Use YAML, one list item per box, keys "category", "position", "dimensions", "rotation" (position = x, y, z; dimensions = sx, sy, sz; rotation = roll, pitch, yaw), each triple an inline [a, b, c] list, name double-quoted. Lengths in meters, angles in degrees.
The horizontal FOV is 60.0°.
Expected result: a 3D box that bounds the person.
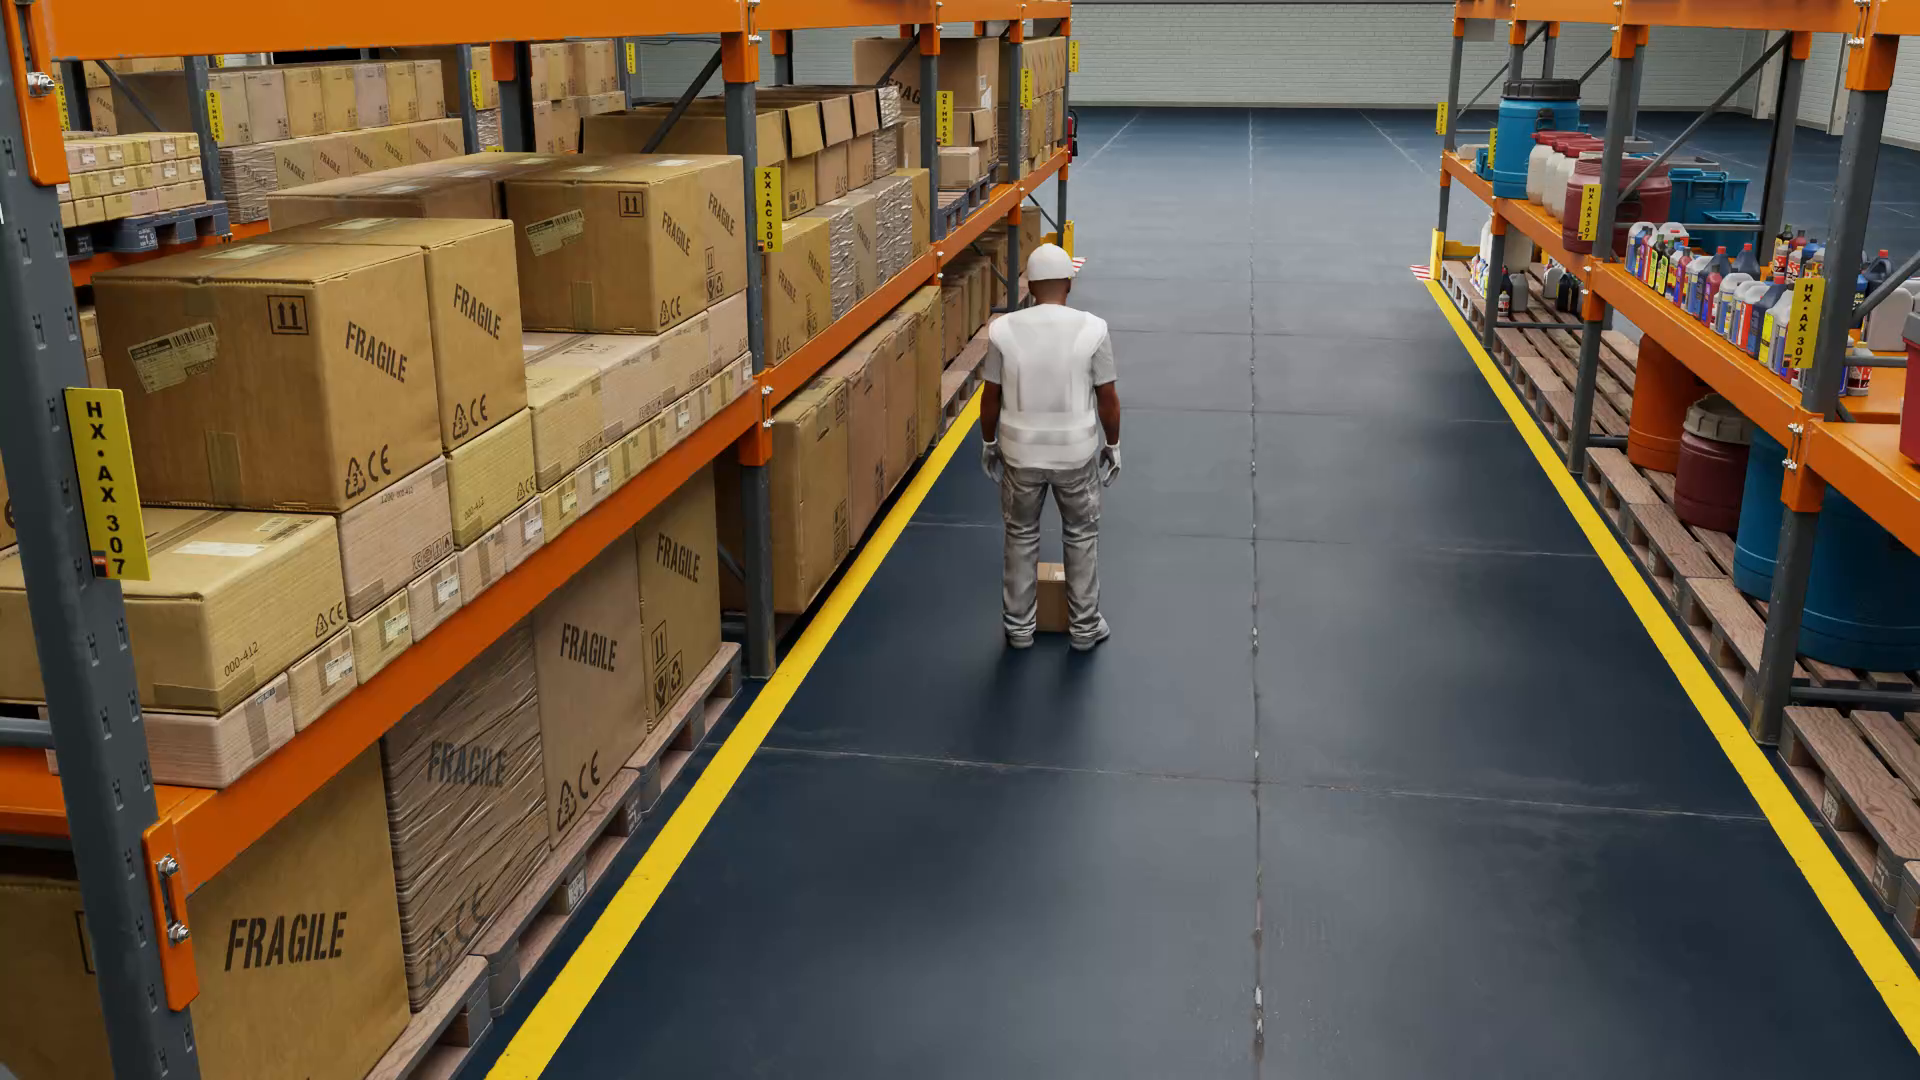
- category: "person"
  position: [0.396, -0.389, 7.253]
  dimensions: [0.614, 1.773, 0.450]
  rotation: [3, 18, 8]
